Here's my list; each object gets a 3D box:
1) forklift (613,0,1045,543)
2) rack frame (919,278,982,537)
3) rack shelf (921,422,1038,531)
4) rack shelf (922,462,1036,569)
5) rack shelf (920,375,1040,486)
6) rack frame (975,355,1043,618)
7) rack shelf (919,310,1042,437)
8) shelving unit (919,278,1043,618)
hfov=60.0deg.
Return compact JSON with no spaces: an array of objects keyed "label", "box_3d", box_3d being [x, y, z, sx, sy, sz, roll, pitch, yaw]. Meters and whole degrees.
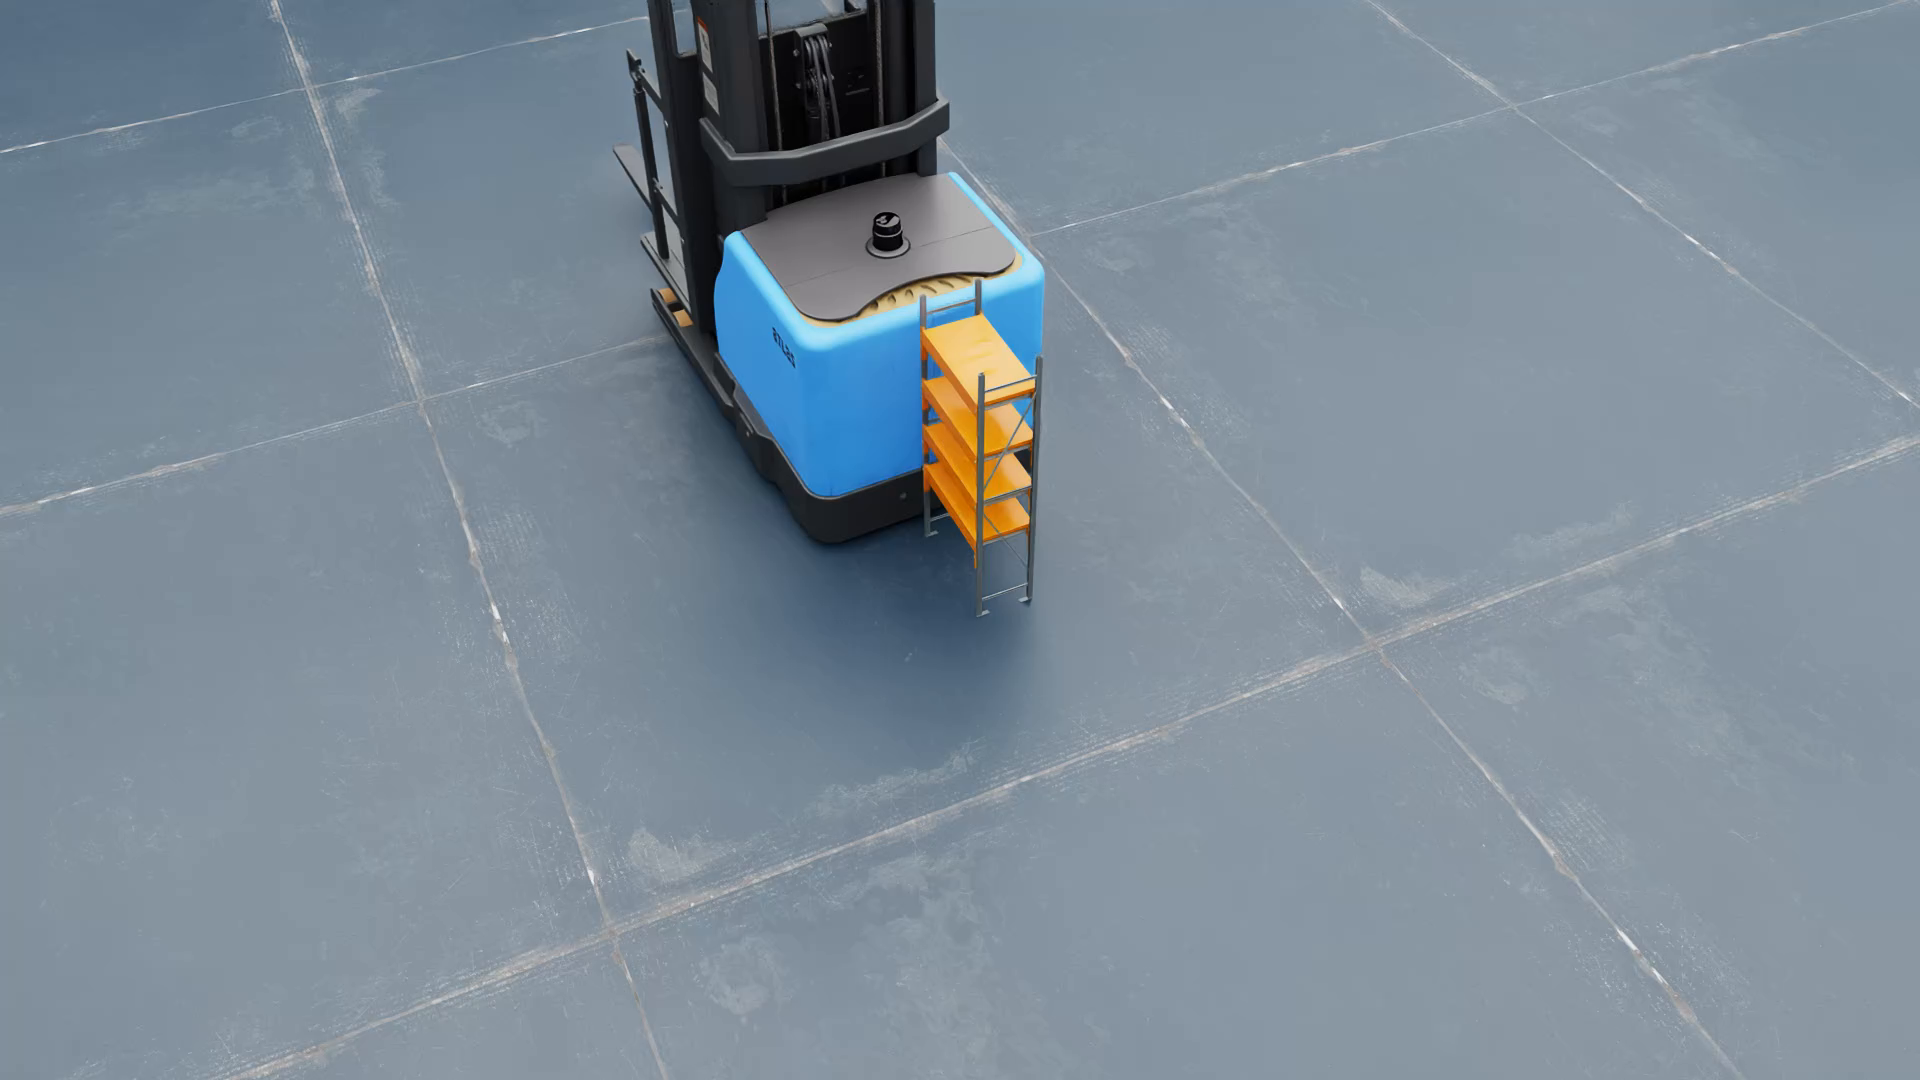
[{"label":"forklift","box_3d":[-0.782,-2.068,6.759,1.130,2.935,3.031,-20,48,-19]},{"label":"rack frame","box_3d":[-0.033,-0.477,6.379,0.240,1.200,0.015,-18,47,-17]},{"label":"rack shelf","box_3d":[0.070,-0.274,6.269,0.258,0.148,0.480,-18,47,-17]},{"label":"rack shelf","box_3d":[0.070,-0.132,6.408,0.258,0.148,0.480,-18,47,-17]},{"label":"rack shelf","box_3d":[0.070,-0.433,6.112,0.258,0.148,0.480,-18,47,-17]},{"label":"rack frame","box_3d":[0.172,-0.166,6.064,0.240,1.200,0.015,-18,47,-17]},{"label":"rack shelf","box_3d":[0.070,-0.601,5.946,0.258,0.148,0.480,-18,47,-17]},{"label":"shelving unit","box_3d":[0.070,-0.322,6.222,0.258,1.200,0.503,-18,47,-17]}]
